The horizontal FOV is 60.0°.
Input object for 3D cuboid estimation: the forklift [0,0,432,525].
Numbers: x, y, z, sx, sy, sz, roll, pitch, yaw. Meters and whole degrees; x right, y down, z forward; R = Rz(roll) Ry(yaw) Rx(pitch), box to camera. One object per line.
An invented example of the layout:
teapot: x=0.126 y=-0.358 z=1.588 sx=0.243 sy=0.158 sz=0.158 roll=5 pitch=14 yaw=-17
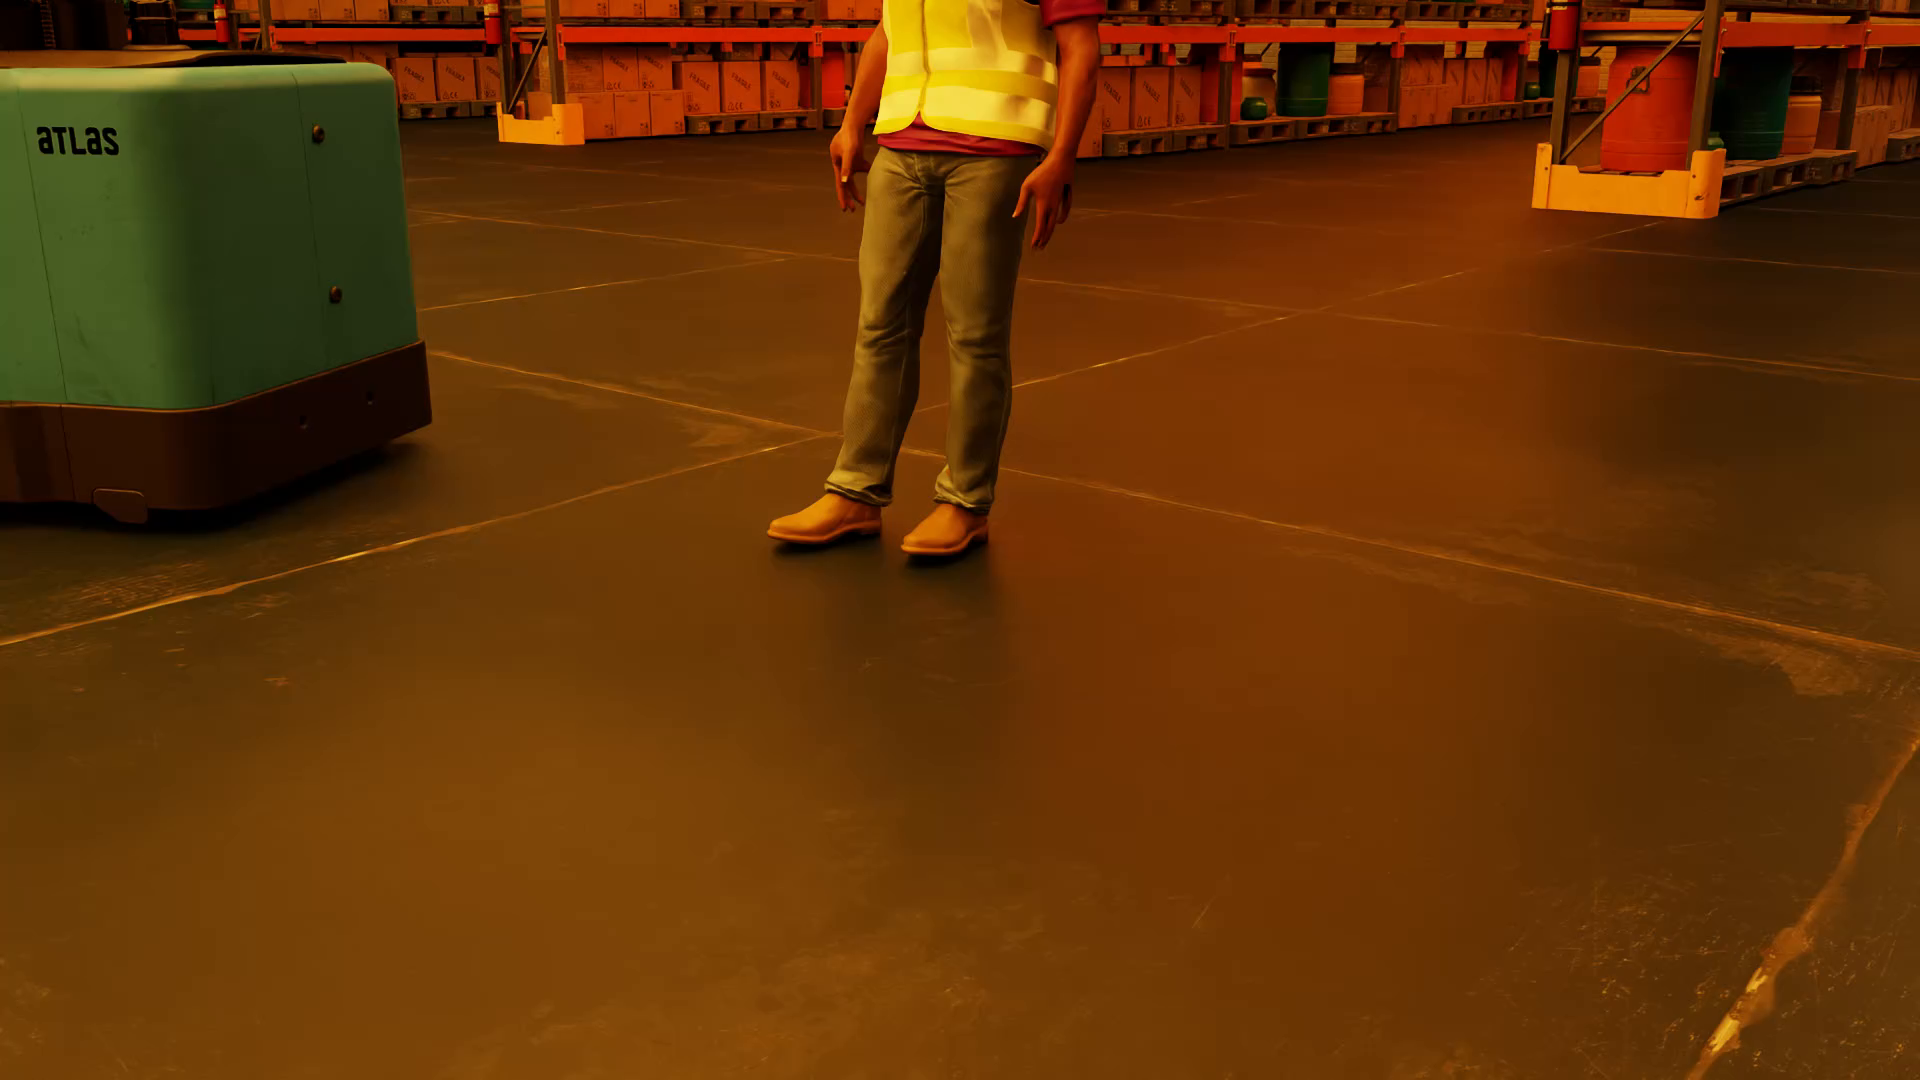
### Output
forklift: x=-3.101 y=-1.647 z=4.321 sx=3.031 sy=2.935 sz=1.130 roll=4 pitch=17 yaw=13

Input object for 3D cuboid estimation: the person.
person: x=-0.049 y=-0.837 z=3.635 sx=0.665 sy=1.768 sz=0.575 roll=13 pitch=21 yaw=37
